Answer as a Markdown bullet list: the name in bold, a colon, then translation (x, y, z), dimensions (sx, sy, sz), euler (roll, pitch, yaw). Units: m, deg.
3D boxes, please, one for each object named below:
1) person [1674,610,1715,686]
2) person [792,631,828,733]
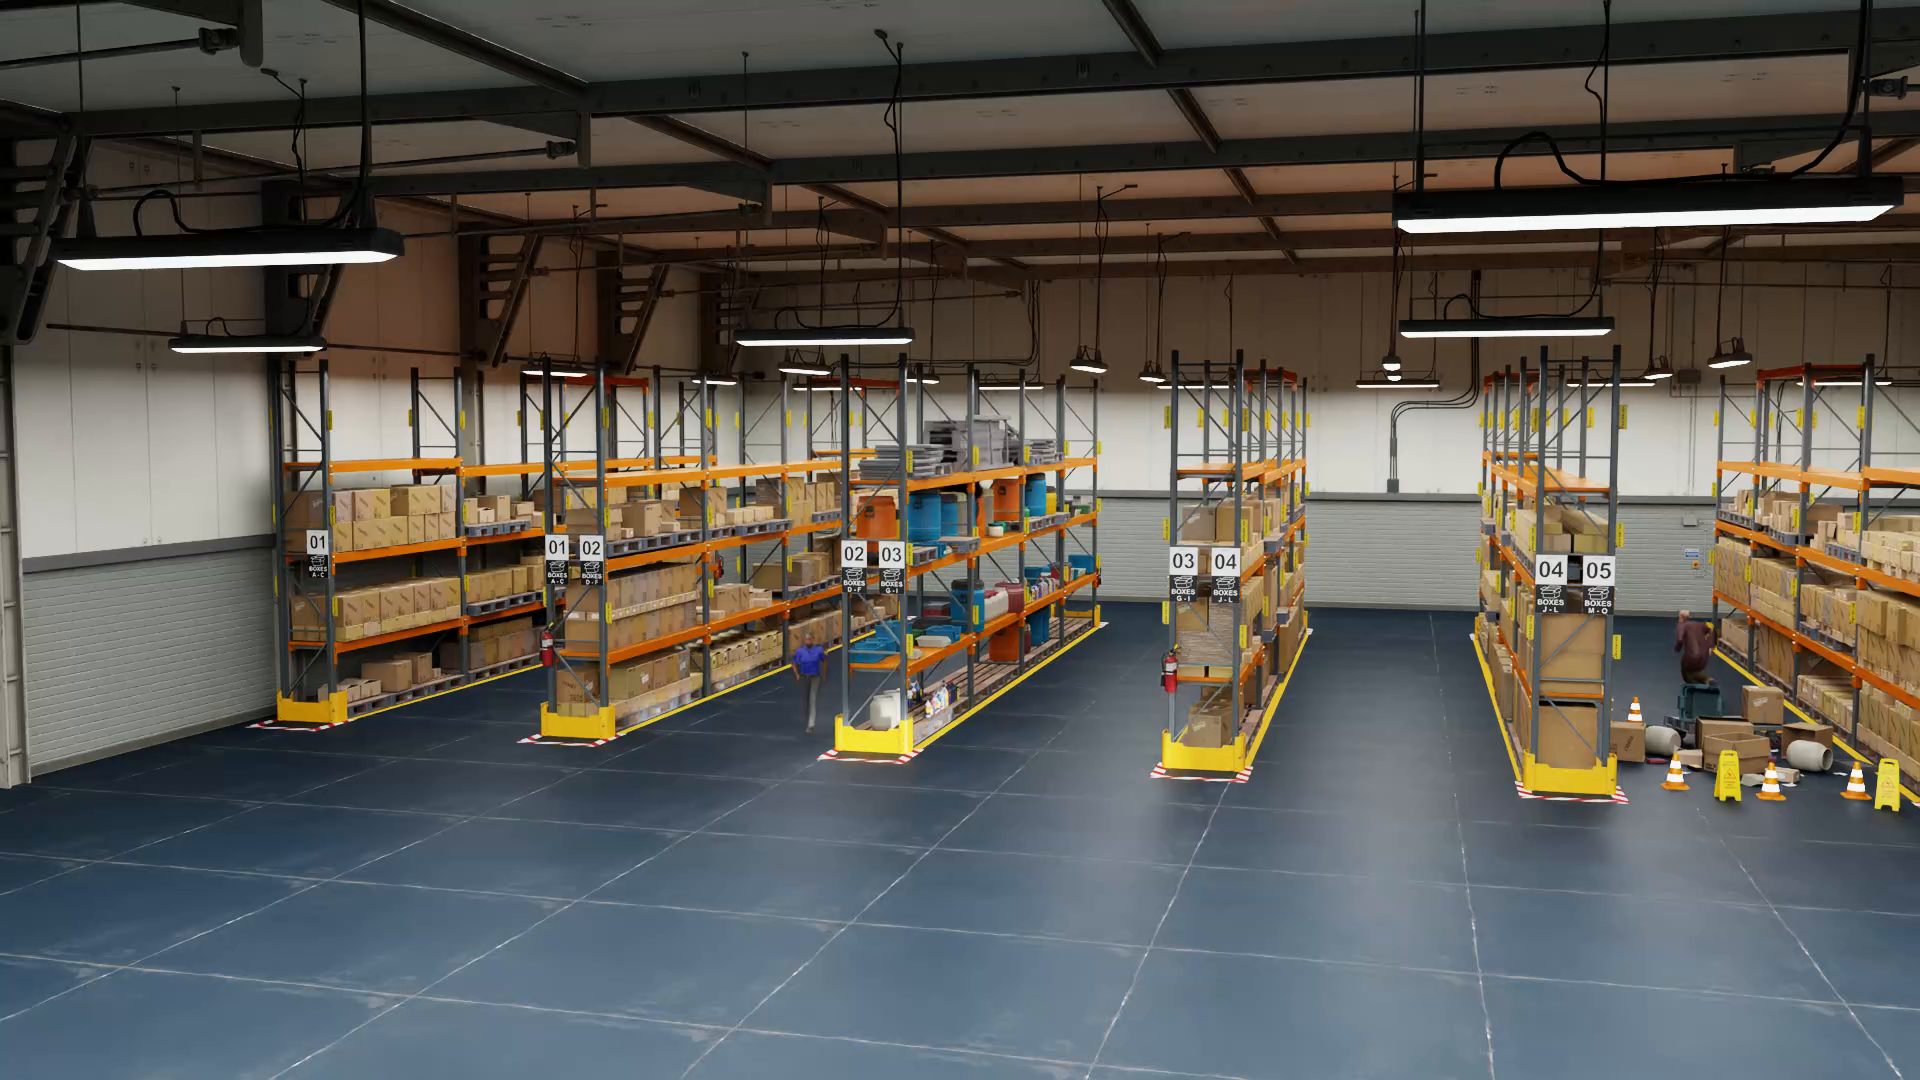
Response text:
- **person**: translation (13.233, 2.077, 29.815), dimensions (0.734, 1.587, 0.918), euler (-1, 4, -13)
- **person**: translation (-2.403, 2.283, 26.636), dimensions (0.555, 1.550, 0.935), euler (0, 4, 2)
